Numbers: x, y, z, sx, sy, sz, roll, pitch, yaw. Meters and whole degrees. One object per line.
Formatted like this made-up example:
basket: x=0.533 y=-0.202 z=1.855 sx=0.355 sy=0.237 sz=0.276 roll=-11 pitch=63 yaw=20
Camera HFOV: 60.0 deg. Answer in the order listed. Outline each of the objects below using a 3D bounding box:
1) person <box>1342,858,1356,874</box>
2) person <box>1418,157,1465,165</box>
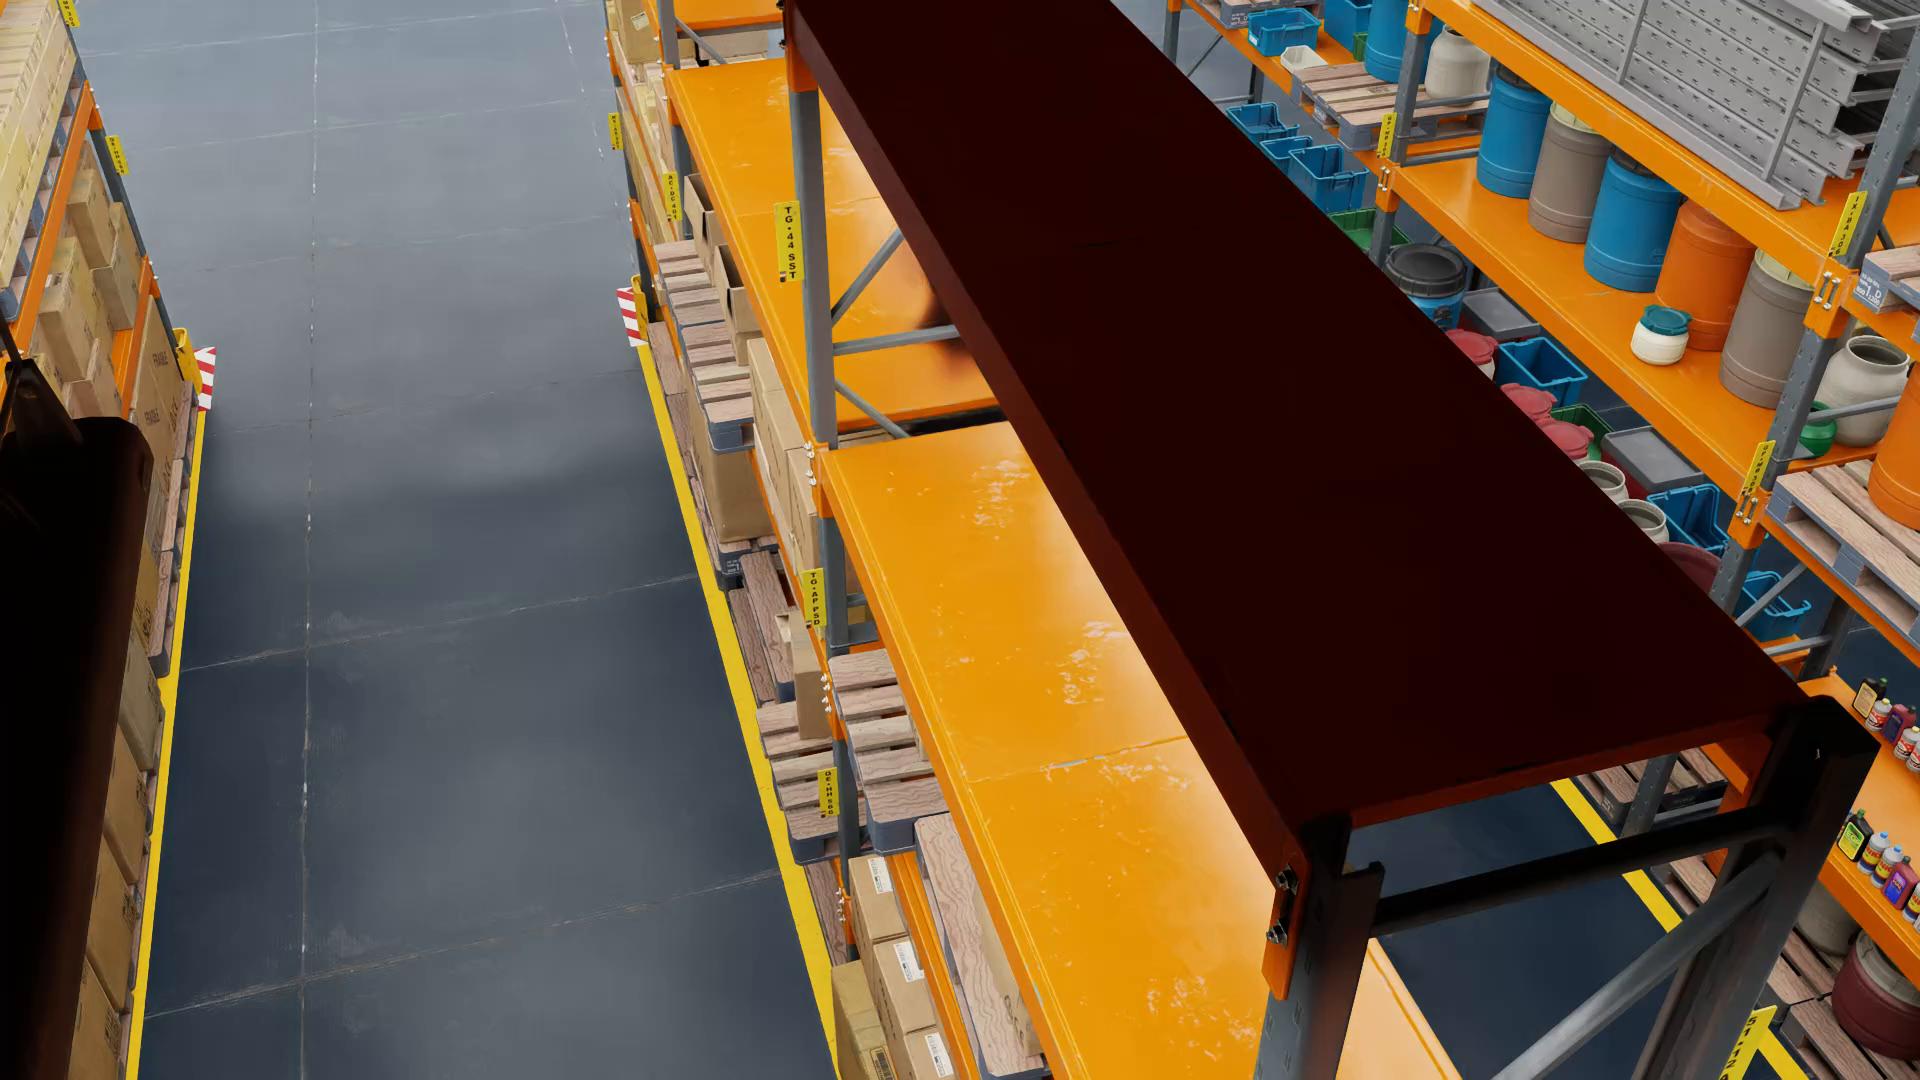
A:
person: x=2.176 y=1.365 z=9.788 sx=0.677 sy=1.624 sz=0.883 roll=-27 pitch=46 yaw=-30
person: x=4.920 y=-4.239 z=16.974 sx=0.807 sy=1.521 sz=0.590 roll=-17 pitch=42 yaw=-20
